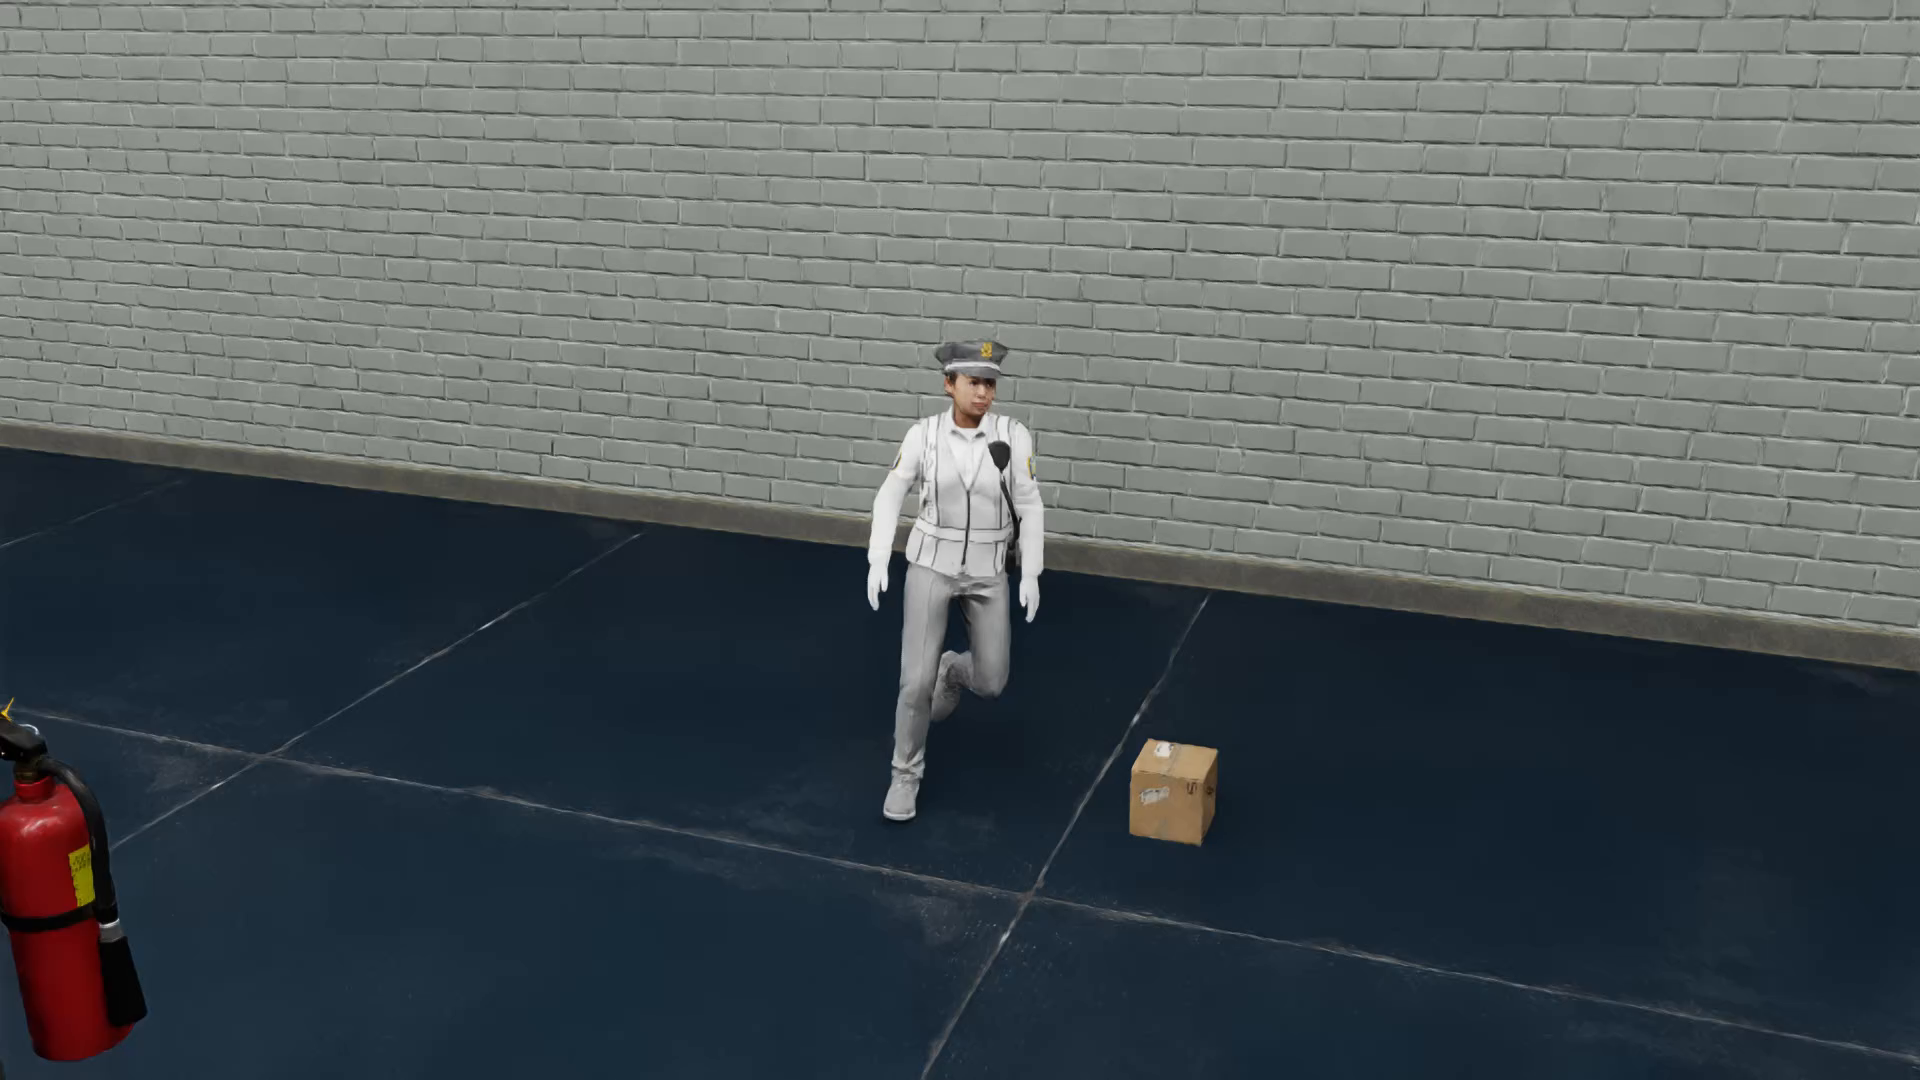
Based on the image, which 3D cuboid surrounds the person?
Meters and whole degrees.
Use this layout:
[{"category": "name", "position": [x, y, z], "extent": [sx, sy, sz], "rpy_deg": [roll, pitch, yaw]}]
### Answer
[{"category": "person", "position": [-0.022, 0.091, 5.819], "extent": [0.624, 1.640, 0.678], "rpy_deg": [-2, 19, -7]}]
